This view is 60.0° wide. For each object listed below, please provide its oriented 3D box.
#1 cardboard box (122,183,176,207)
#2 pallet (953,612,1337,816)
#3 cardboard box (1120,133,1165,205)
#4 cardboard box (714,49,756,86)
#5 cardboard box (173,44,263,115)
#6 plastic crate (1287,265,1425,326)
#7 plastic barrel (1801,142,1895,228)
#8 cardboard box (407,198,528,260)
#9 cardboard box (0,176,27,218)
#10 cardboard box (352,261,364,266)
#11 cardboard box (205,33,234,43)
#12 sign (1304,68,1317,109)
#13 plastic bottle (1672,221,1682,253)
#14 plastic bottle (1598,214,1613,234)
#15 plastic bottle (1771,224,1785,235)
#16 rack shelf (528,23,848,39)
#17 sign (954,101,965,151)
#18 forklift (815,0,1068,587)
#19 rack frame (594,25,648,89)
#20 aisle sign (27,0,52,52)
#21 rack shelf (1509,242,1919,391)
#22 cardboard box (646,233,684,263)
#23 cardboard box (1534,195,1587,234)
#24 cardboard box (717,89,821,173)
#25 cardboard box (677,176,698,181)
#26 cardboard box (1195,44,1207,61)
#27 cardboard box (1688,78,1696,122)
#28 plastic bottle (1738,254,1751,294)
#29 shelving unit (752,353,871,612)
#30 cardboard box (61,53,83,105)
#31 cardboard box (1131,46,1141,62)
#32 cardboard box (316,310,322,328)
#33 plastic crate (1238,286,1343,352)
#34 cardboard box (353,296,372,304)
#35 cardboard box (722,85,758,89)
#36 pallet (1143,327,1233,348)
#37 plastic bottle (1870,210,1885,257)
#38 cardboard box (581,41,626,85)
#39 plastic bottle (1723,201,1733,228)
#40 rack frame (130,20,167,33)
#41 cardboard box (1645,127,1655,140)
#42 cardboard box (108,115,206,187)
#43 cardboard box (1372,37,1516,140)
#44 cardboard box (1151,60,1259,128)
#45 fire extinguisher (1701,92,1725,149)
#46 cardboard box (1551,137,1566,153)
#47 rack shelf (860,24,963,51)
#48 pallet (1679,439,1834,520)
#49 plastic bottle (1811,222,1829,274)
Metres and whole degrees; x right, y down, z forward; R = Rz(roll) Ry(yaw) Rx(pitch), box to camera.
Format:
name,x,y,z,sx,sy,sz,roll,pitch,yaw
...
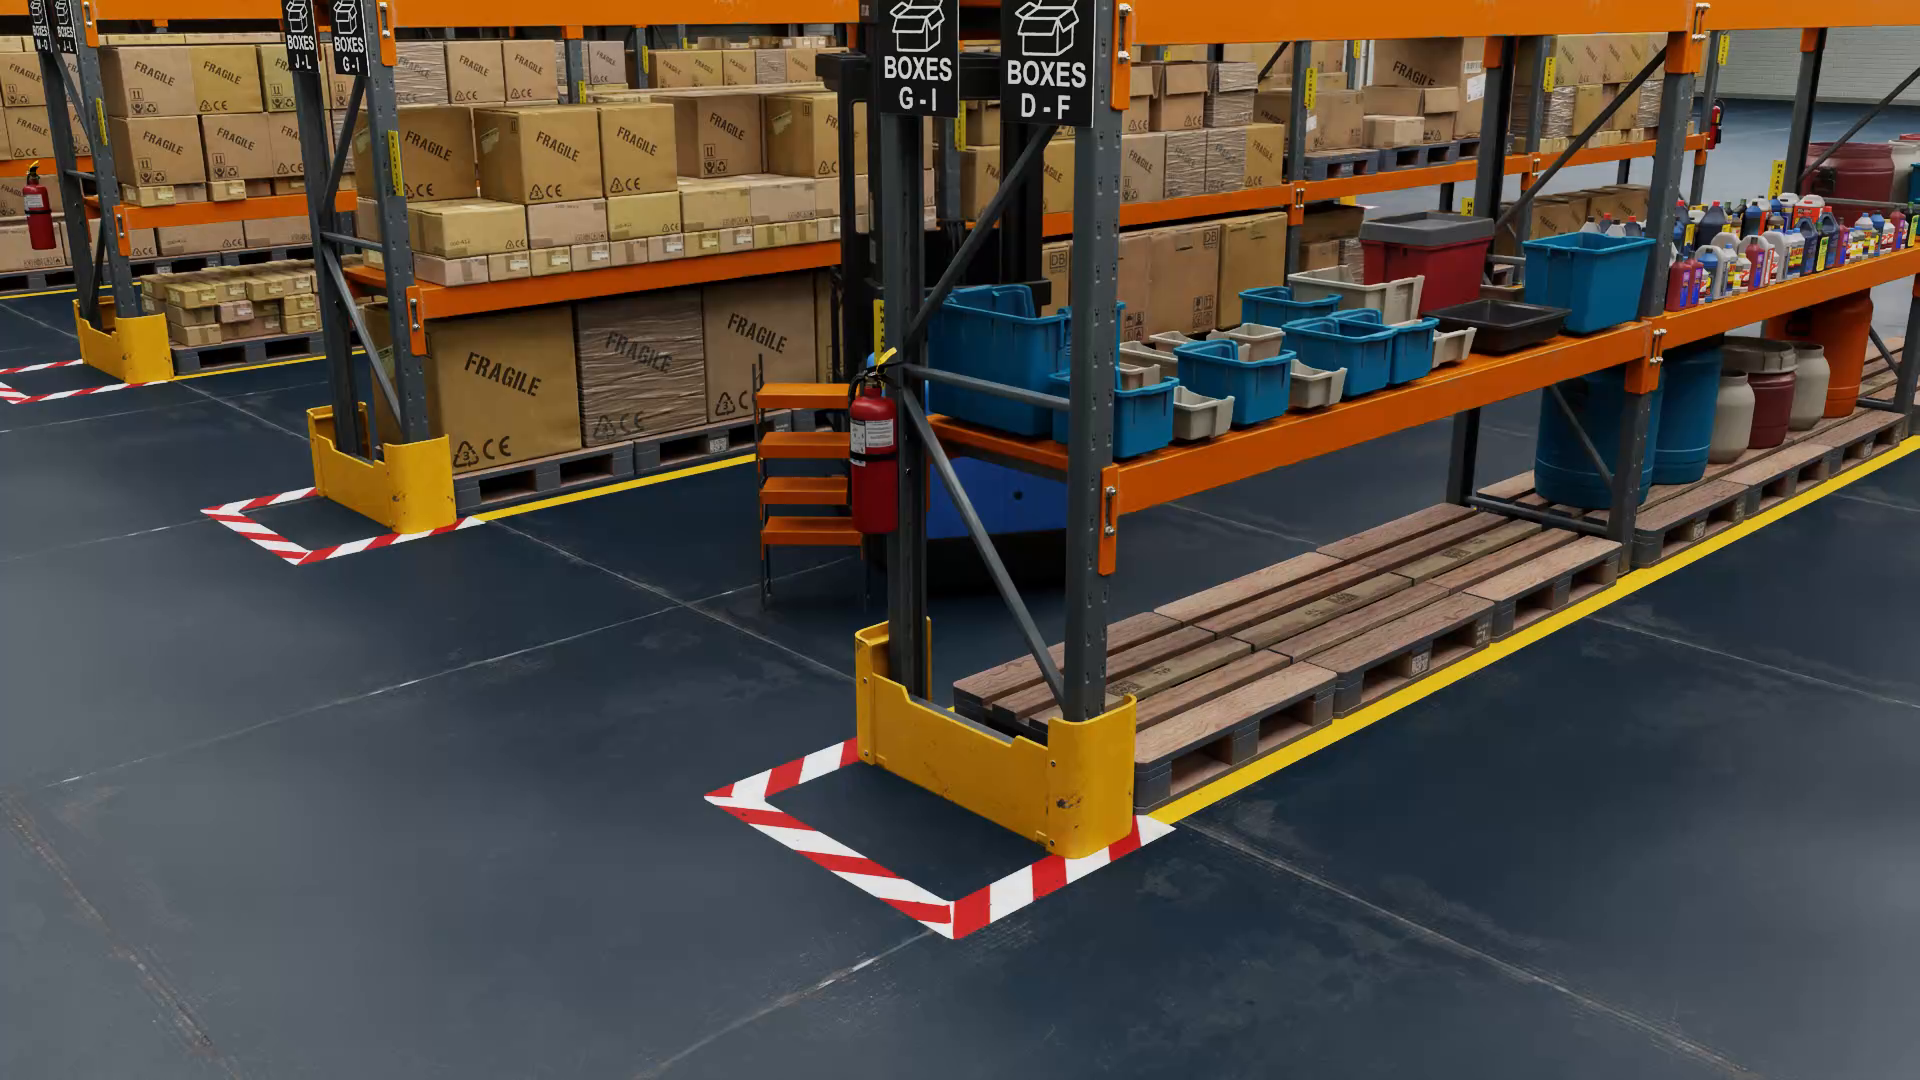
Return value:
name,x,y,z,sx,sy,sz,roll,pitch,yaw
cardboard box,-6.164,-2.629,12.636,0.250,0.149,0.380,-17,24,-41
pallet,0.739,0.650,6.636,1.213,0.211,1.003,-16,24,-41
cardboard box,1.223,-2.880,12.841,0.500,0.500,0.500,-16,24,-40
cardboard box,-3.045,-6.194,21.901,0.500,0.500,0.500,-16,24,-40
cardboard box,-5.753,-3.562,12.840,0.500,0.500,0.500,-15,23,-39
plastic crate,1.783,-1.047,7.447,0.530,0.282,0.437,-16,24,-41
plastic barrel,6.055,-2.436,11.414,0.708,0.536,0.600,-16,24,-41
cardboard box,-2.756,-1.731,9.222,0.500,0.250,0.500,-17,25,-42
cardboard box,-11.901,-4.333,20.859,0.500,0.500,0.500,-16,24,-40
cardboard box,-4.951,-2.272,14.107,0.250,0.149,0.380,-16,24,-41
cardboard box,-7.823,-5.244,17.459,0.250,0.149,0.380,-17,24,-41
sign,2.907,-3.742,13.786,0.005,0.325,0.100,-16,24,-41
plastic bottle,4.081,-1.690,9.543,0.097,0.271,0.097,0,18,0
plastic bottle,3.597,-1.641,9.264,0.185,0.351,0.144,-16,24,-41
plastic bottle,4.604,-1.646,9.408,0.097,0.271,0.097,0,18,0
rack shelf,-2.265,-5.109,16.181,4.000,0.370,1.077,-16,24,-41
sign,-0.001,-2.793,11.203,0.005,0.325,0.100,-16,24,-41
forklift,-0.158,-1.580,9.107,1.130,2.935,3.031,-5,19,-14
rack frame,-4.286,-5.536,21.196,0.127,3.000,1.000,-16,24,-41
aisle sign,-6.883,-4.041,12.370,0.004,0.787,0.394,-16,24,-41
rack shelf,4.473,-1.439,9.726,4.000,0.370,1.077,-16,24,-41
cardboard box,-1.873,-1.775,10.002,0.250,0.149,0.380,-17,24,-41
cardboard box,6.556,-3.521,18.354,0.500,0.500,0.500,15,23,39
cardboard box,-1.270,-2.748,11.140,0.500,0.500,0.500,-16,24,-41
cardboard box,-2.006,-2.179,10.602,0.500,0.250,0.500,-16,24,-41
cardboard box,2.707,-6.094,20.922,0.550,0.550,0.875,-16,24,-41
cardboard box,7.917,-5.089,19.172,0.500,0.500,0.875,-16,24,-41
plastic bottle,4.128,-1.413,8.801,0.097,0.201,0.097,0,18,0
shelving unit,-0.693,-0.266,7.860,0.503,1.200,0.258,0,18,1
cardboard box,-8.815,-4.624,16.599,0.500,0.500,0.500,-16,24,-41
cardboard box,1.738,-5.712,19.956,0.500,0.500,0.700,-17,24,-42
cardboard box,-5.333,-1.869,13.826,0.250,0.149,0.380,-16,24,-41
plastic crate,1.429,-0.951,7.230,0.300,0.233,0.416,-16,24,-41
cardboard box,-5.155,-2.083,14.004,0.250,0.149,0.380,-15,23,-38
cardboard box,-2.234,-4.478,16.694,0.250,0.149,0.380,-15,23,-39
pallet,1.898,-1.838,14.313,1.213,0.211,1.003,-16,24,-41
plastic bottle,5.520,-1.852,10.042,0.097,0.271,0.097,0,18,0
cardboard box,-4.482,-5.891,20.507,0.500,0.500,0.500,-17,25,-42
plastic bottle,4.757,-1.965,10.372,0.133,0.283,0.061,-16,24,-41
rack frame,-10.605,-5.800,22.010,0.127,3.000,1.000,-16,24,-41
cardboard box,7.540,-4.574,18.635,0.250,0.149,0.380,-16,24,-41
cardboard box,-6.108,-2.975,12.653,0.500,0.500,0.500,-15,23,-38
cardboard box,4.756,-4.511,16.380,1.000,1.000,1.000,-16,24,-40
cardboard box,1.981,-3.689,13.709,0.637,0.503,0.797,-15,23,-39
fire extinguisher,8.736,-4.894,19.343,0.183,0.674,0.296,-16,24,-41
cardboard box,5.983,-4.071,17.086,0.250,0.149,0.380,-16,24,-41
rack shelf,1.070,-3.976,12.687,4.000,0.370,1.077,-16,24,-41
pallet,4.495,-0.445,10.015,1.213,0.211,1.003,-16,24,-41
plastic bottle,4.863,-1.659,9.426,0.133,0.283,0.061,-16,24,-41
